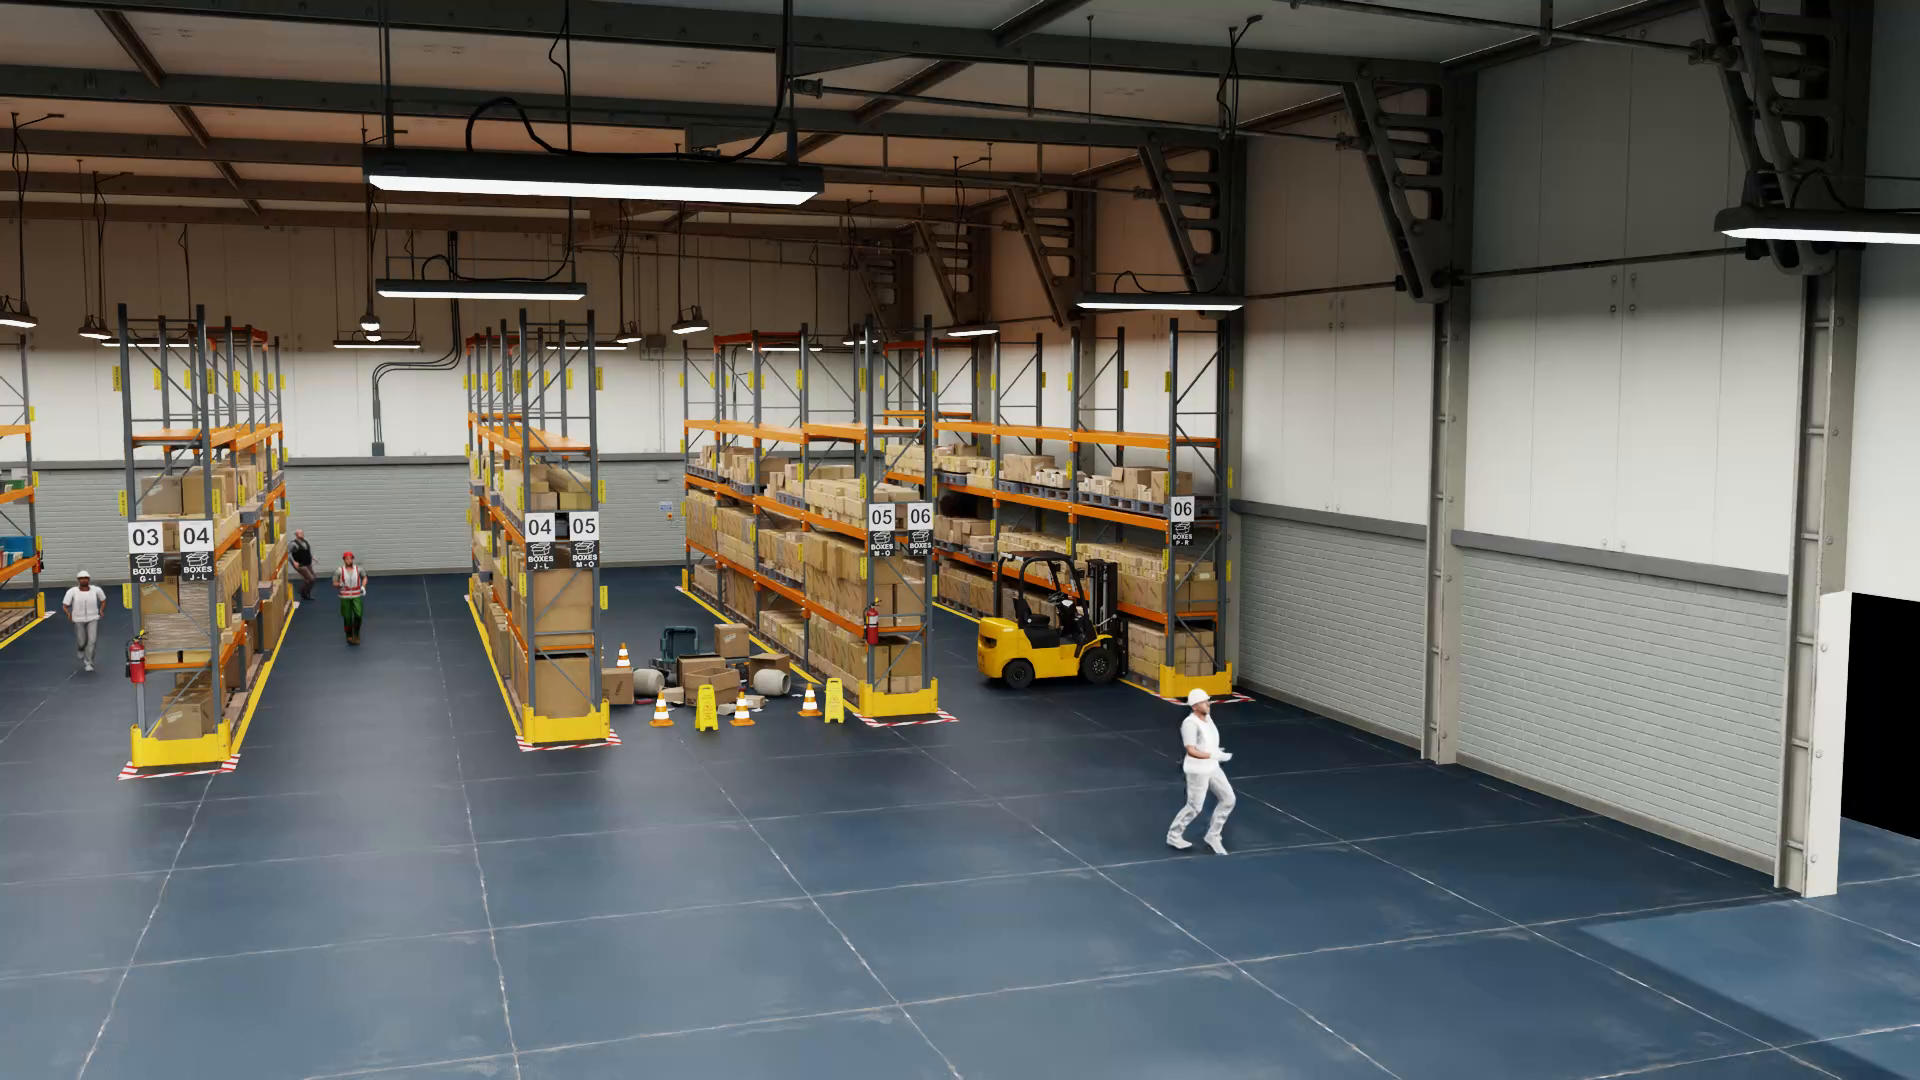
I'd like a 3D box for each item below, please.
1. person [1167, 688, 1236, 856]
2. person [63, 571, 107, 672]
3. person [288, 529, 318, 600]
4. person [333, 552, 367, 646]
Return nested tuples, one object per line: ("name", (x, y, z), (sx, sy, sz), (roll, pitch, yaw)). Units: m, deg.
("person", (2.575, 2.467, 17.657), (0.743, 1.806, 0.692), (4, 6, 33))
("person", (-15.235, 1.398, 28.992), (0.699, 1.738, 0.758), (-4, 6, -33))
("person", (-14.972, 0.581, 37.959), (0.535, 1.669, 0.717), (2, 6, 17))
("person", (-11.579, 1.120, 31.631), (0.634, 1.795, 0.655), (-2, 6, -25))
